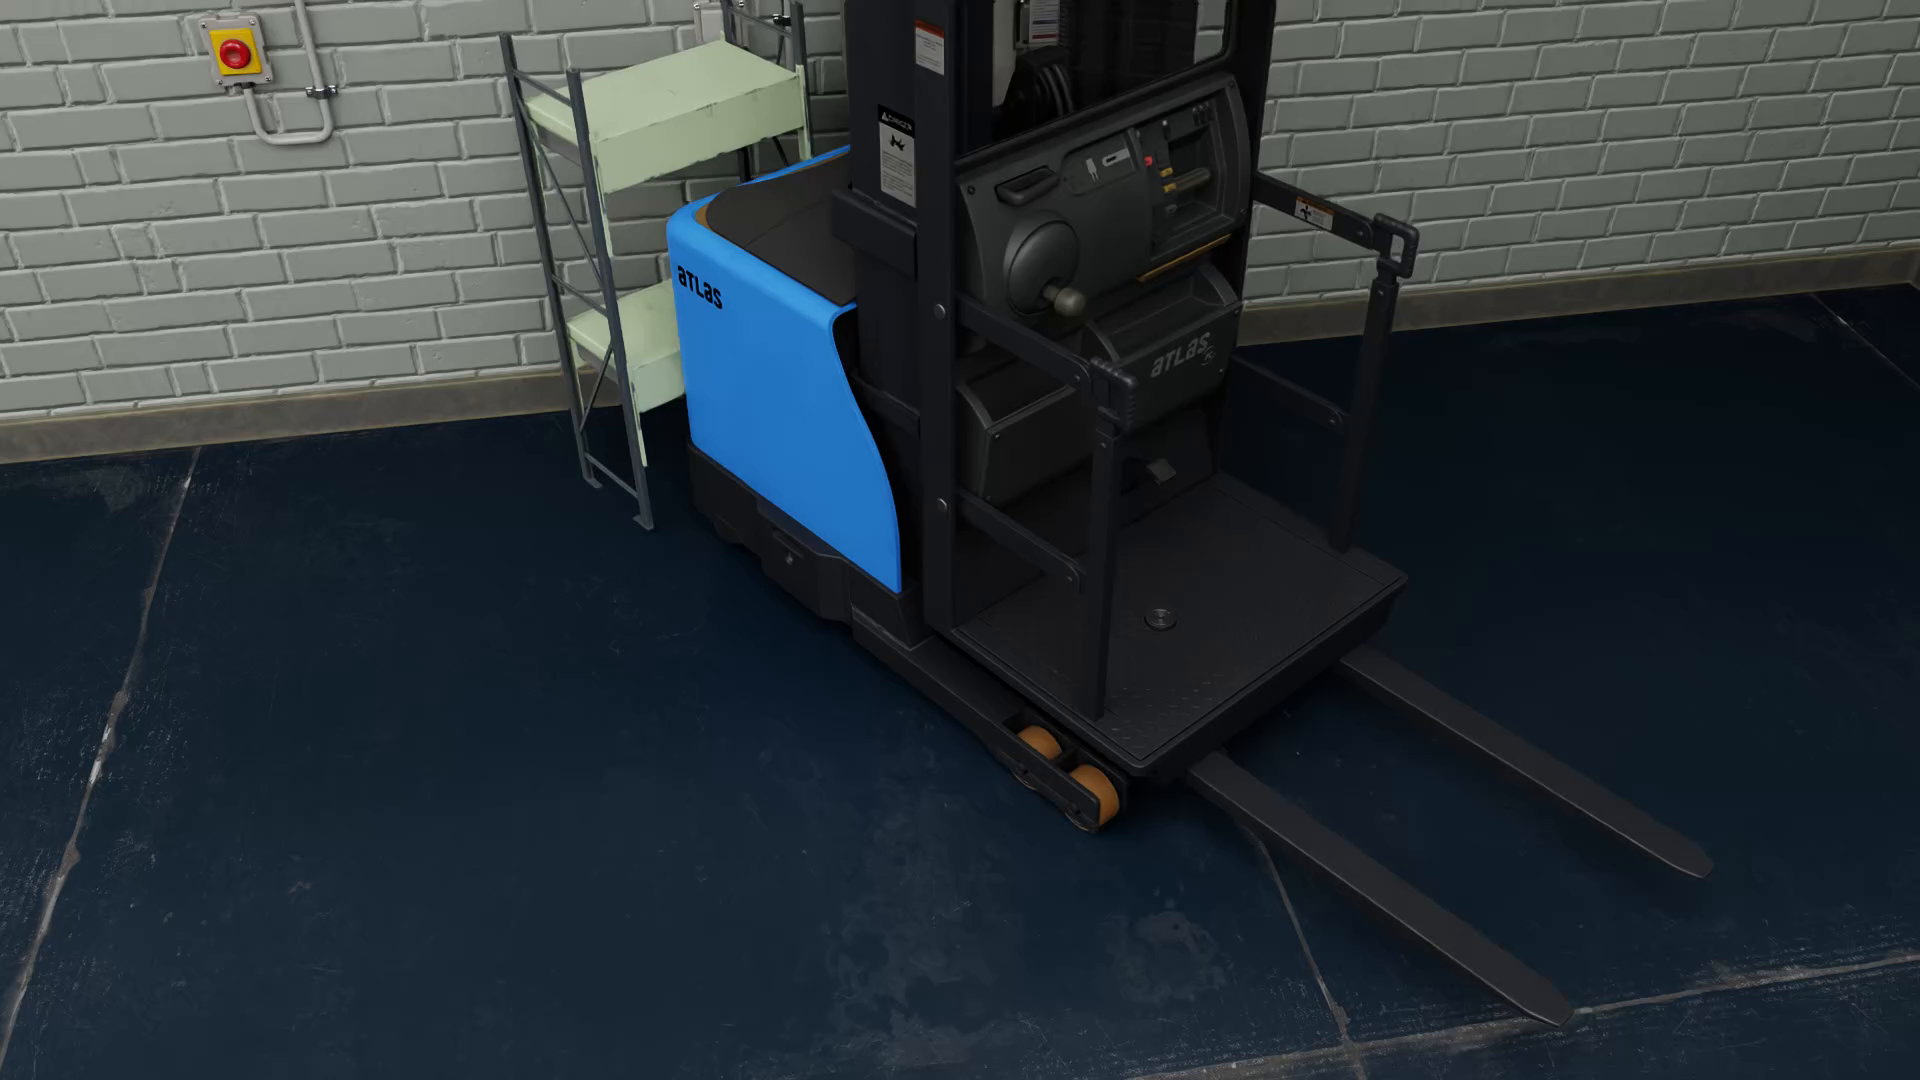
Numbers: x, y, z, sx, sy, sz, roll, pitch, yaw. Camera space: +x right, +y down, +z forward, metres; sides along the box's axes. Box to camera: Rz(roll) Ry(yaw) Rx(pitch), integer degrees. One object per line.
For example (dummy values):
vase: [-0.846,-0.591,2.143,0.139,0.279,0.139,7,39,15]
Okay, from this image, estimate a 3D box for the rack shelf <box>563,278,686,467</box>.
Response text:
rack shelf: [-0.842,-0.608,5.330,0.720,0.370,0.431,-28,44,-31]

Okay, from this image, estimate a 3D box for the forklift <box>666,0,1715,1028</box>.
forklift: [0.511,-0.767,3.848,1.130,2.935,3.031,-29,46,-32]

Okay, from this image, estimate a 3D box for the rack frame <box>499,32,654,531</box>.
rack frame: [-1.125,-0.720,4.945,0.023,1.500,0.400,-28,44,-31]

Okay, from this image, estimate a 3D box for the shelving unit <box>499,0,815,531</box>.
shelving unit: [-0.849,-0.869,5.134,0.755,1.500,0.431,-28,44,-31]

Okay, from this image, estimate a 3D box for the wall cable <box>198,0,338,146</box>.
wall cable: [-2.166,-1.946,4.457,0.585,1.953,0.123,-6,38,-8]

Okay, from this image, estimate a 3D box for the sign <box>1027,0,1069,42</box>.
sign: [0.378,-1.811,5.214,0.329,0.494,0.001,-6,38,-8]

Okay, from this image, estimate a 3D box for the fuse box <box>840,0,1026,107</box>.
fuse box: [-0.072,-1.162,5.351,0.539,1.711,0.414,-6,38,-8]

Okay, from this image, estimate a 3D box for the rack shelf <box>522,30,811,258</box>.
rack shelf: [-0.857,-1.181,4.899,0.720,0.370,0.431,-28,44,-31]

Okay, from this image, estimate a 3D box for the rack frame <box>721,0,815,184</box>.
rack frame: [-0.573,-1.018,5.322,0.023,1.500,0.400,-28,44,-31]

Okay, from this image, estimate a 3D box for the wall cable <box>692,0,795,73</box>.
wall cable: [-0.771,-2.094,4.672,0.588,1.984,0.122,-6,38,-8]
